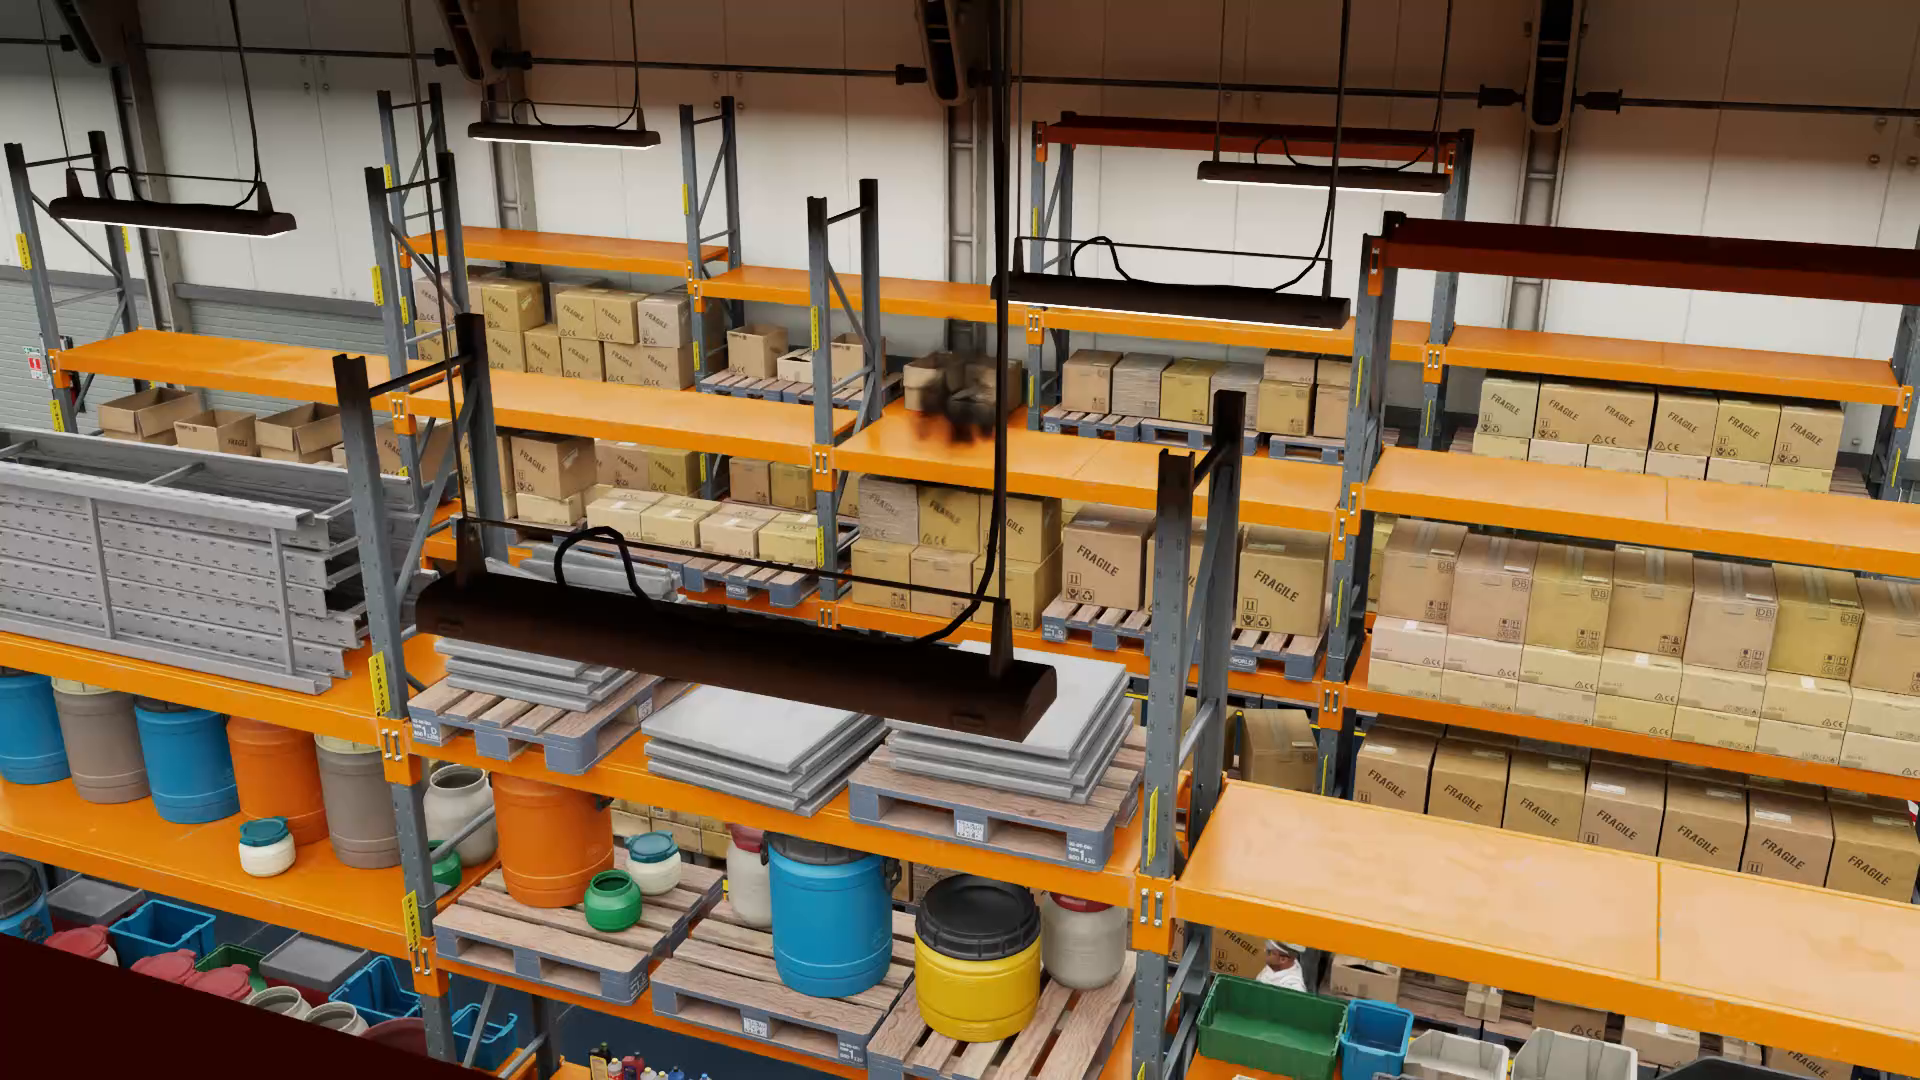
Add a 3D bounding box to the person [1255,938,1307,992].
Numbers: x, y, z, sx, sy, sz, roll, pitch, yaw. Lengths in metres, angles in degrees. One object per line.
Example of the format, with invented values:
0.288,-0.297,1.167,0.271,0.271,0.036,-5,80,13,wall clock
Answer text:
2.121,3.338,11.035,0.894,1.756,0.649,5,21,13,person
